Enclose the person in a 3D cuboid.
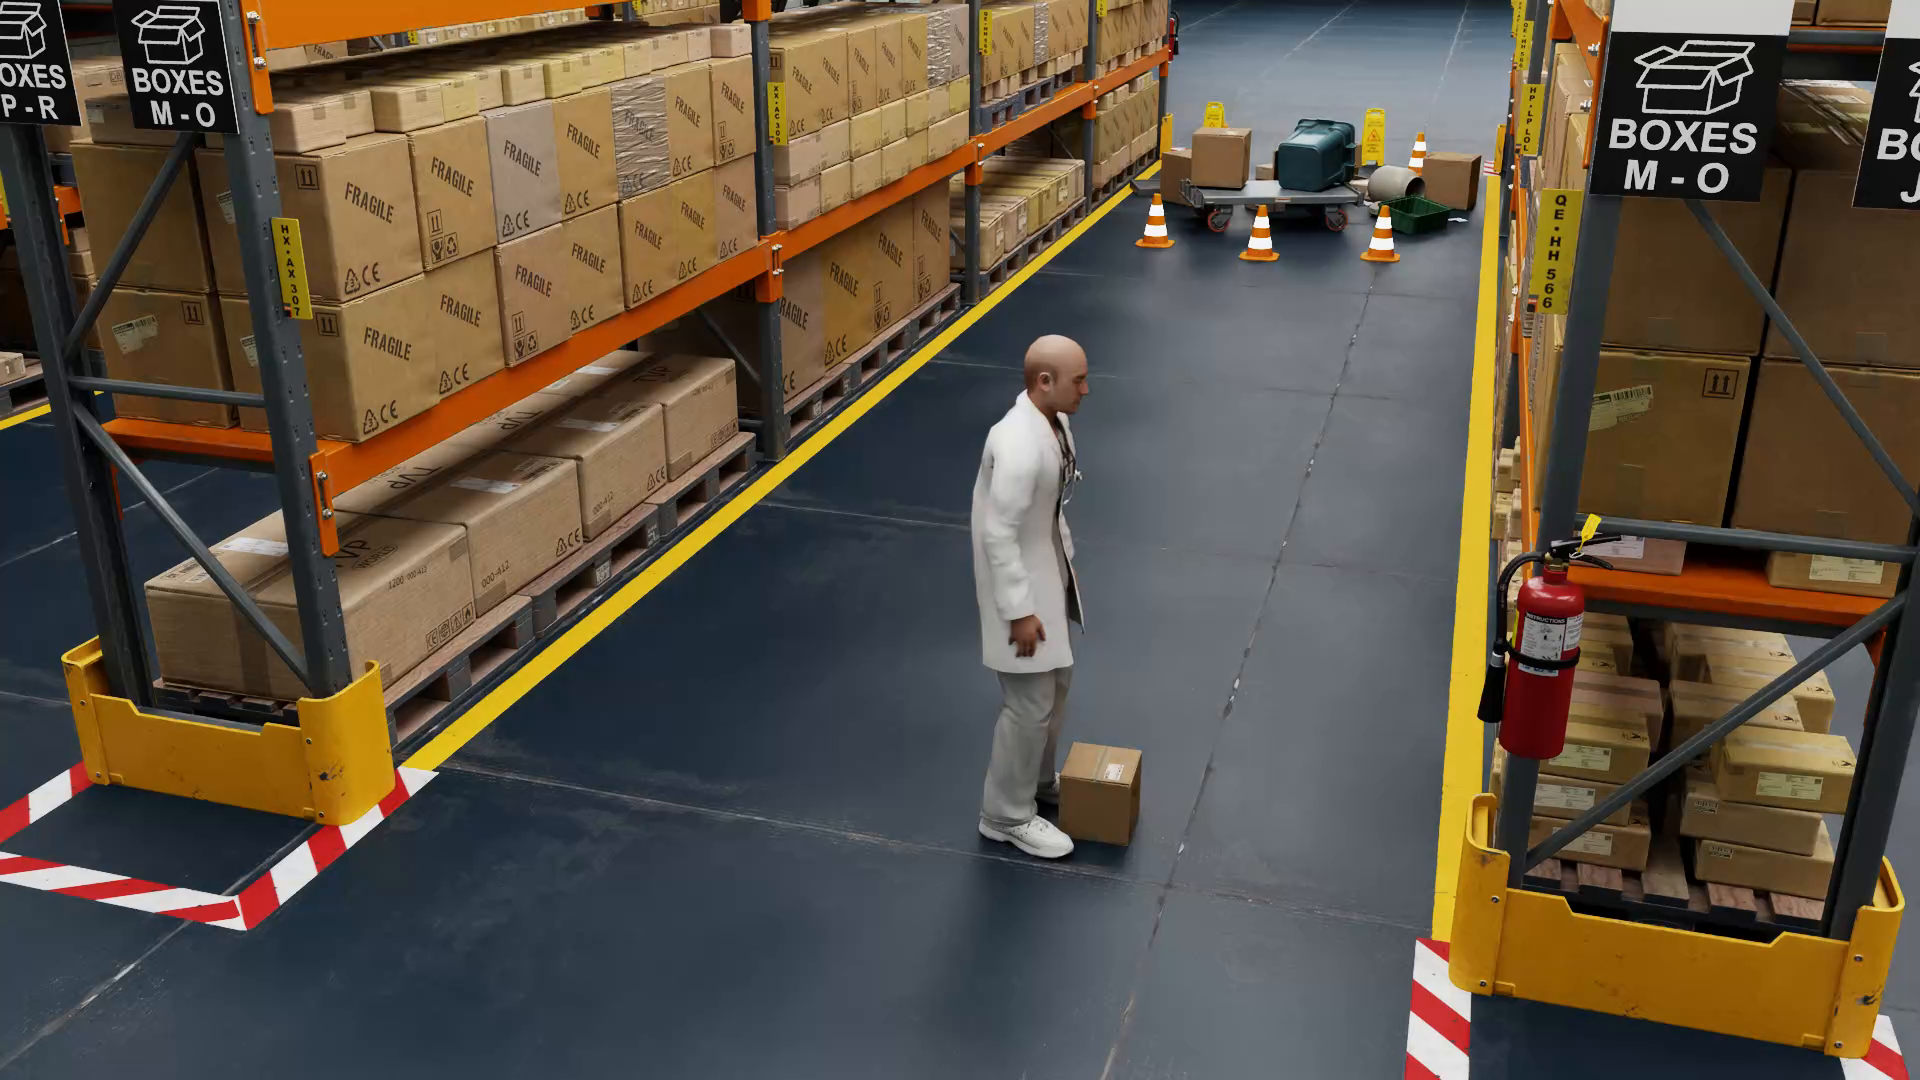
[{"bbox_3d":[7.635,-1.399,9.632,12.011,1.774,13.121,7,23,16],"label":"person"}]
